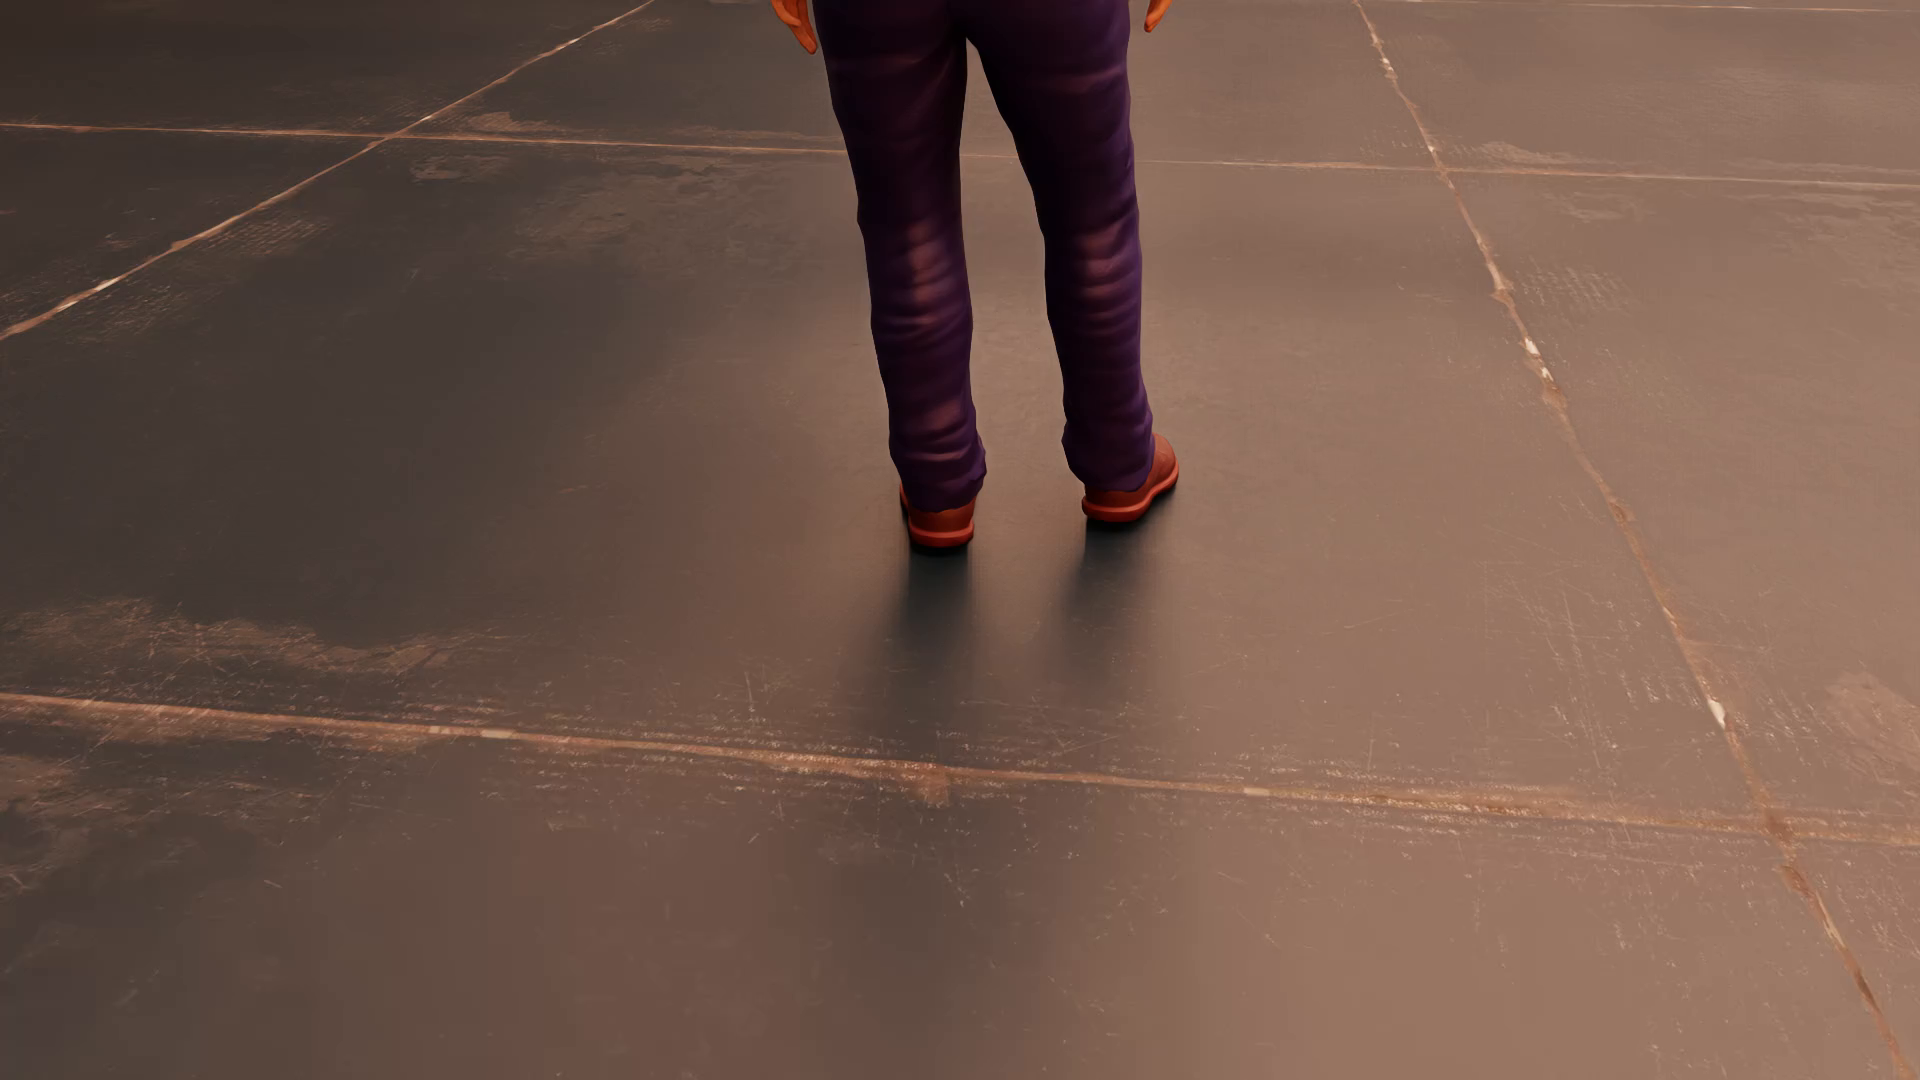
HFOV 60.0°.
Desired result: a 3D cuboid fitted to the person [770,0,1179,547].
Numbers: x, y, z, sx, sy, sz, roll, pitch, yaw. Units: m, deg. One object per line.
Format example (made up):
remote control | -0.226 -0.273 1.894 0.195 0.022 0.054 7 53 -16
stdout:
person | 0.034 -0.778 2.208 0.599 1.640 0.503 3 27 7
